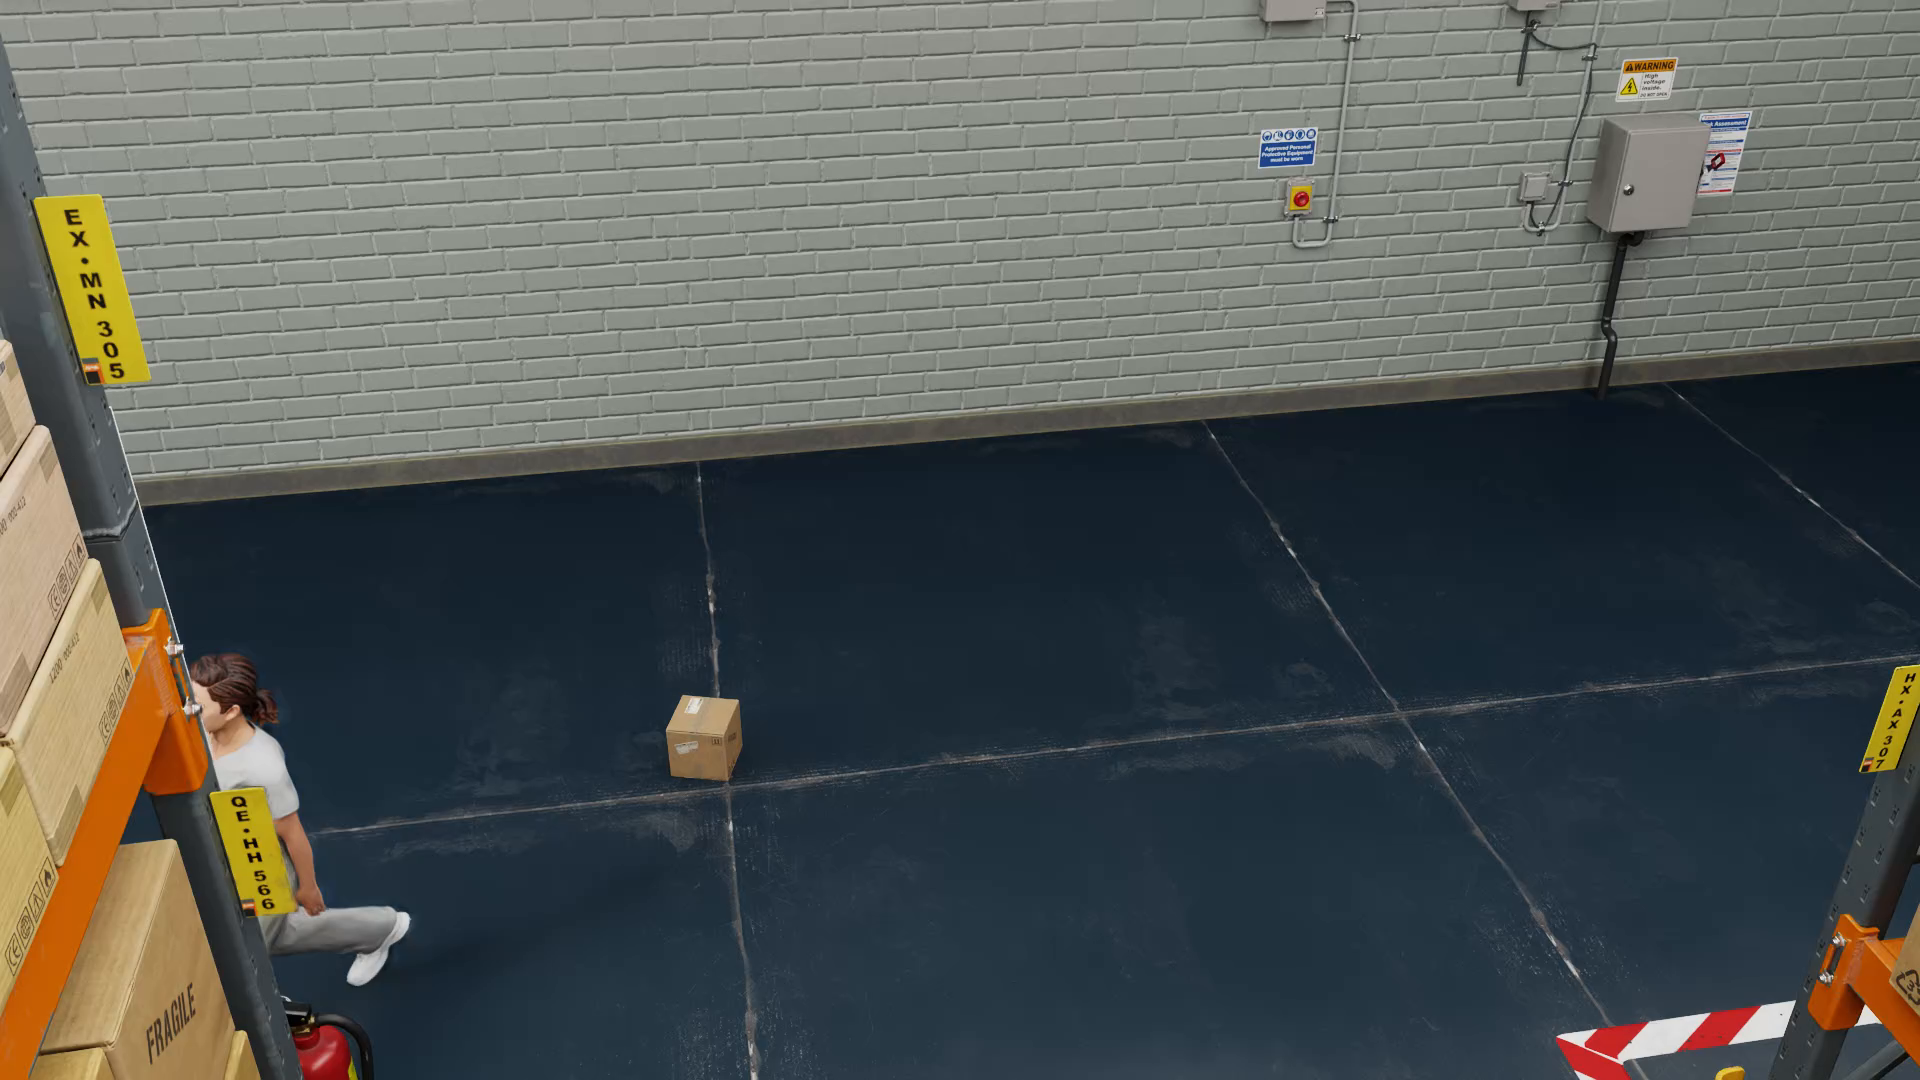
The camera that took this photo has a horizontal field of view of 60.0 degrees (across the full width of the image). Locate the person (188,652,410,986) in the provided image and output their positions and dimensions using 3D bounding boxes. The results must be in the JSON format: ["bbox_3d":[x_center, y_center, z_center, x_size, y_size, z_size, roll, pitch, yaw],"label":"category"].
[{"bbox_3d":[-2.253,1.046,5.375,0.446,1.628,0.906,27,40,37],"label":"person"}]
